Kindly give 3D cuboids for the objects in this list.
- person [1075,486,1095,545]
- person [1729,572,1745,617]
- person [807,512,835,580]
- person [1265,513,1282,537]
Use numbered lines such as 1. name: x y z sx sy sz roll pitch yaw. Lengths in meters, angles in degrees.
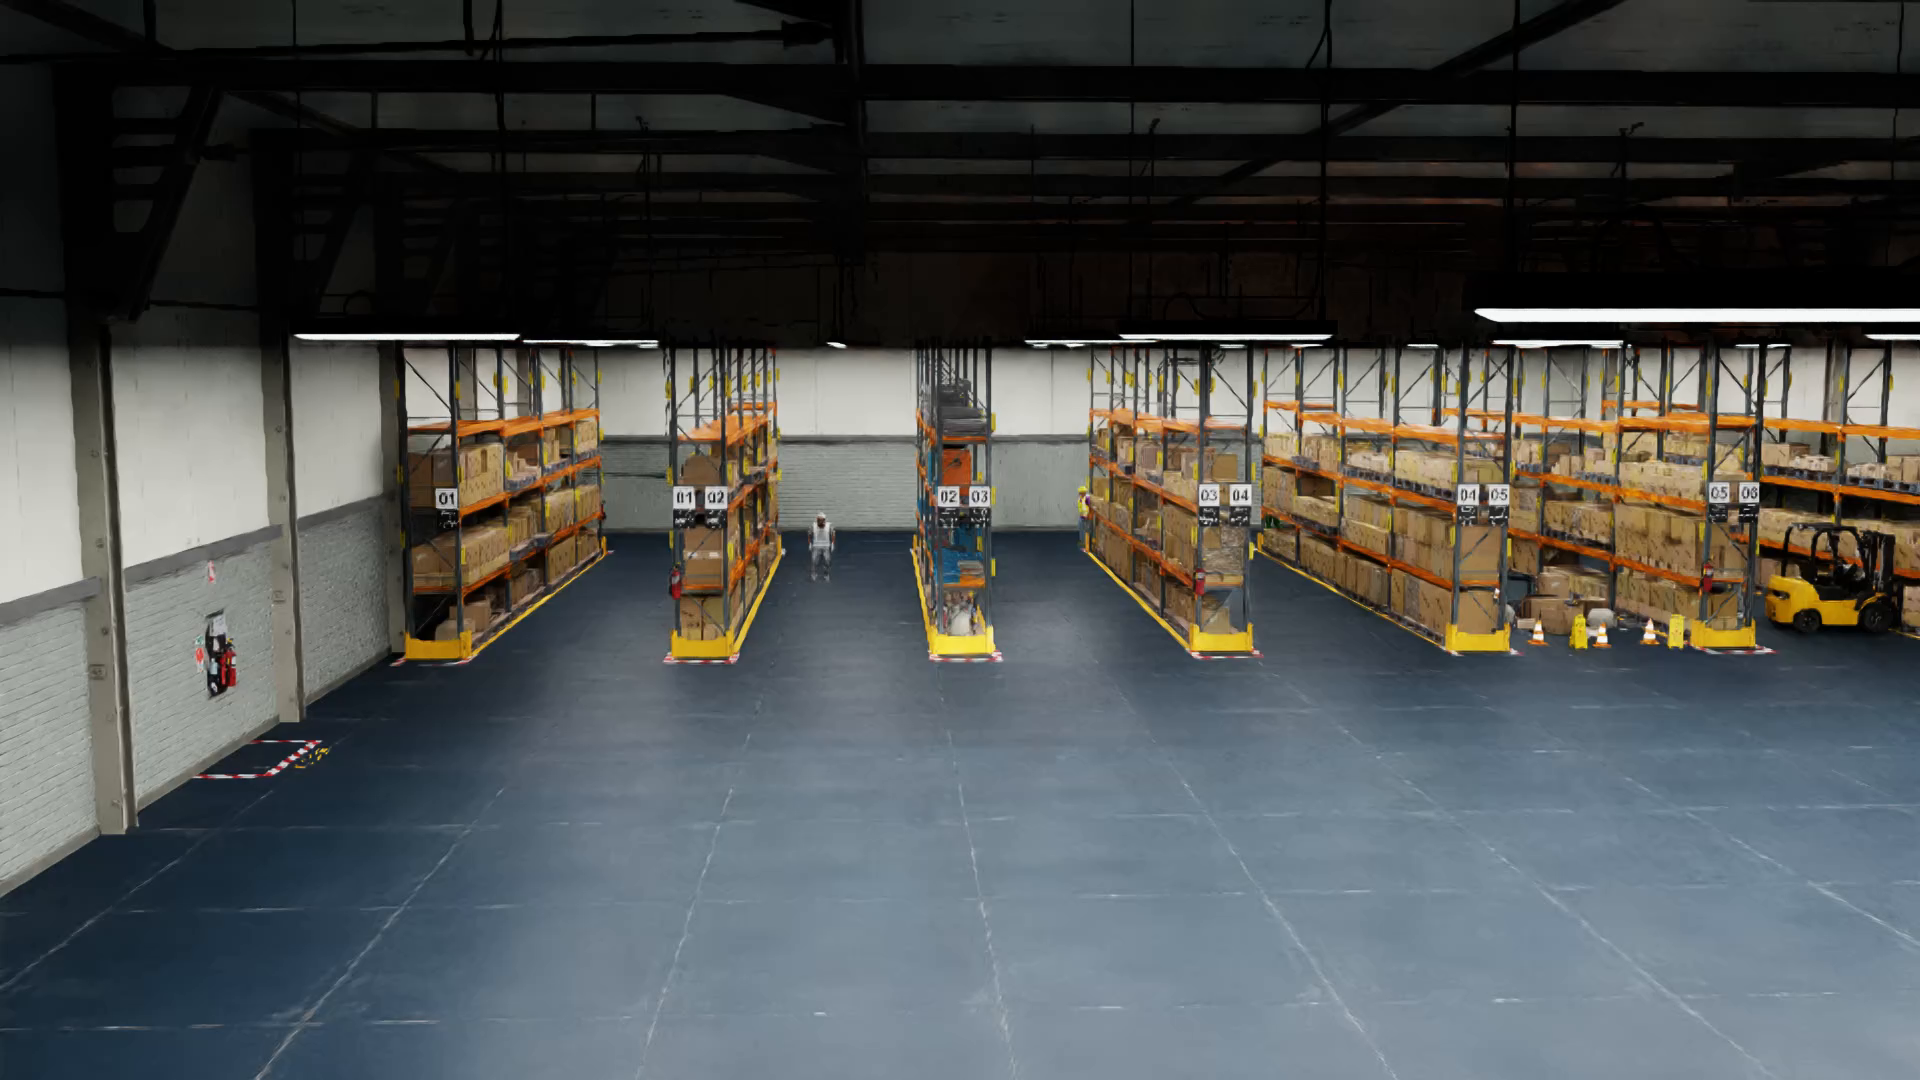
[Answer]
1. person: 3.727 -0.736 49.289 0.612 1.762 0.593 -5 8 -35
2. person: 16.732 0.838 35.961 0.527 1.592 0.522 4 7 29
3. person: -3.463 0.164 41.460 0.702 1.734 0.549 0 7 -4
4. person: 9.427 -0.852 50.196 0.711 1.784 0.551 -4 8 -32
